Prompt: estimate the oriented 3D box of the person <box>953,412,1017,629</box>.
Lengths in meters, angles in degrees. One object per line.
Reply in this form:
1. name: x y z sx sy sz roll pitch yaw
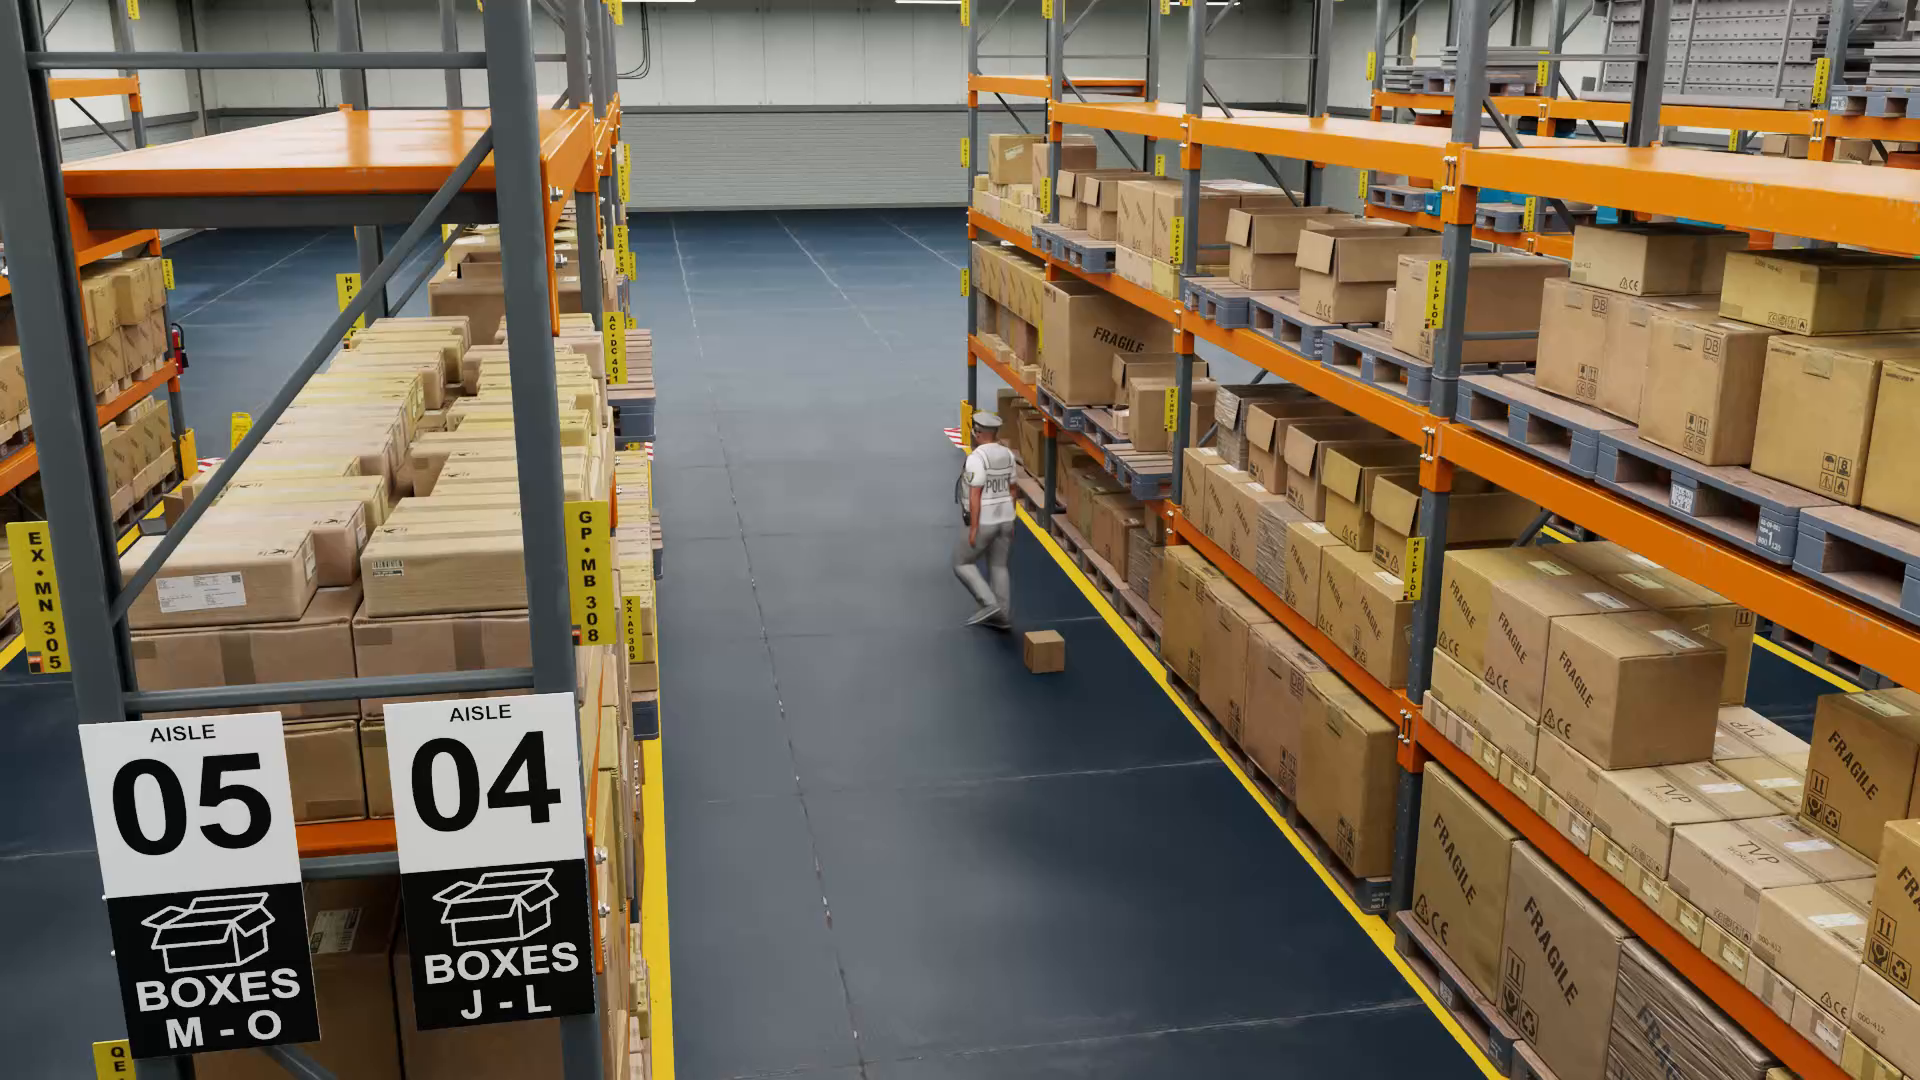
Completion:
1. person: 0.247 -0.141 13.443 0.588 1.749 0.488 -14 21 -40
